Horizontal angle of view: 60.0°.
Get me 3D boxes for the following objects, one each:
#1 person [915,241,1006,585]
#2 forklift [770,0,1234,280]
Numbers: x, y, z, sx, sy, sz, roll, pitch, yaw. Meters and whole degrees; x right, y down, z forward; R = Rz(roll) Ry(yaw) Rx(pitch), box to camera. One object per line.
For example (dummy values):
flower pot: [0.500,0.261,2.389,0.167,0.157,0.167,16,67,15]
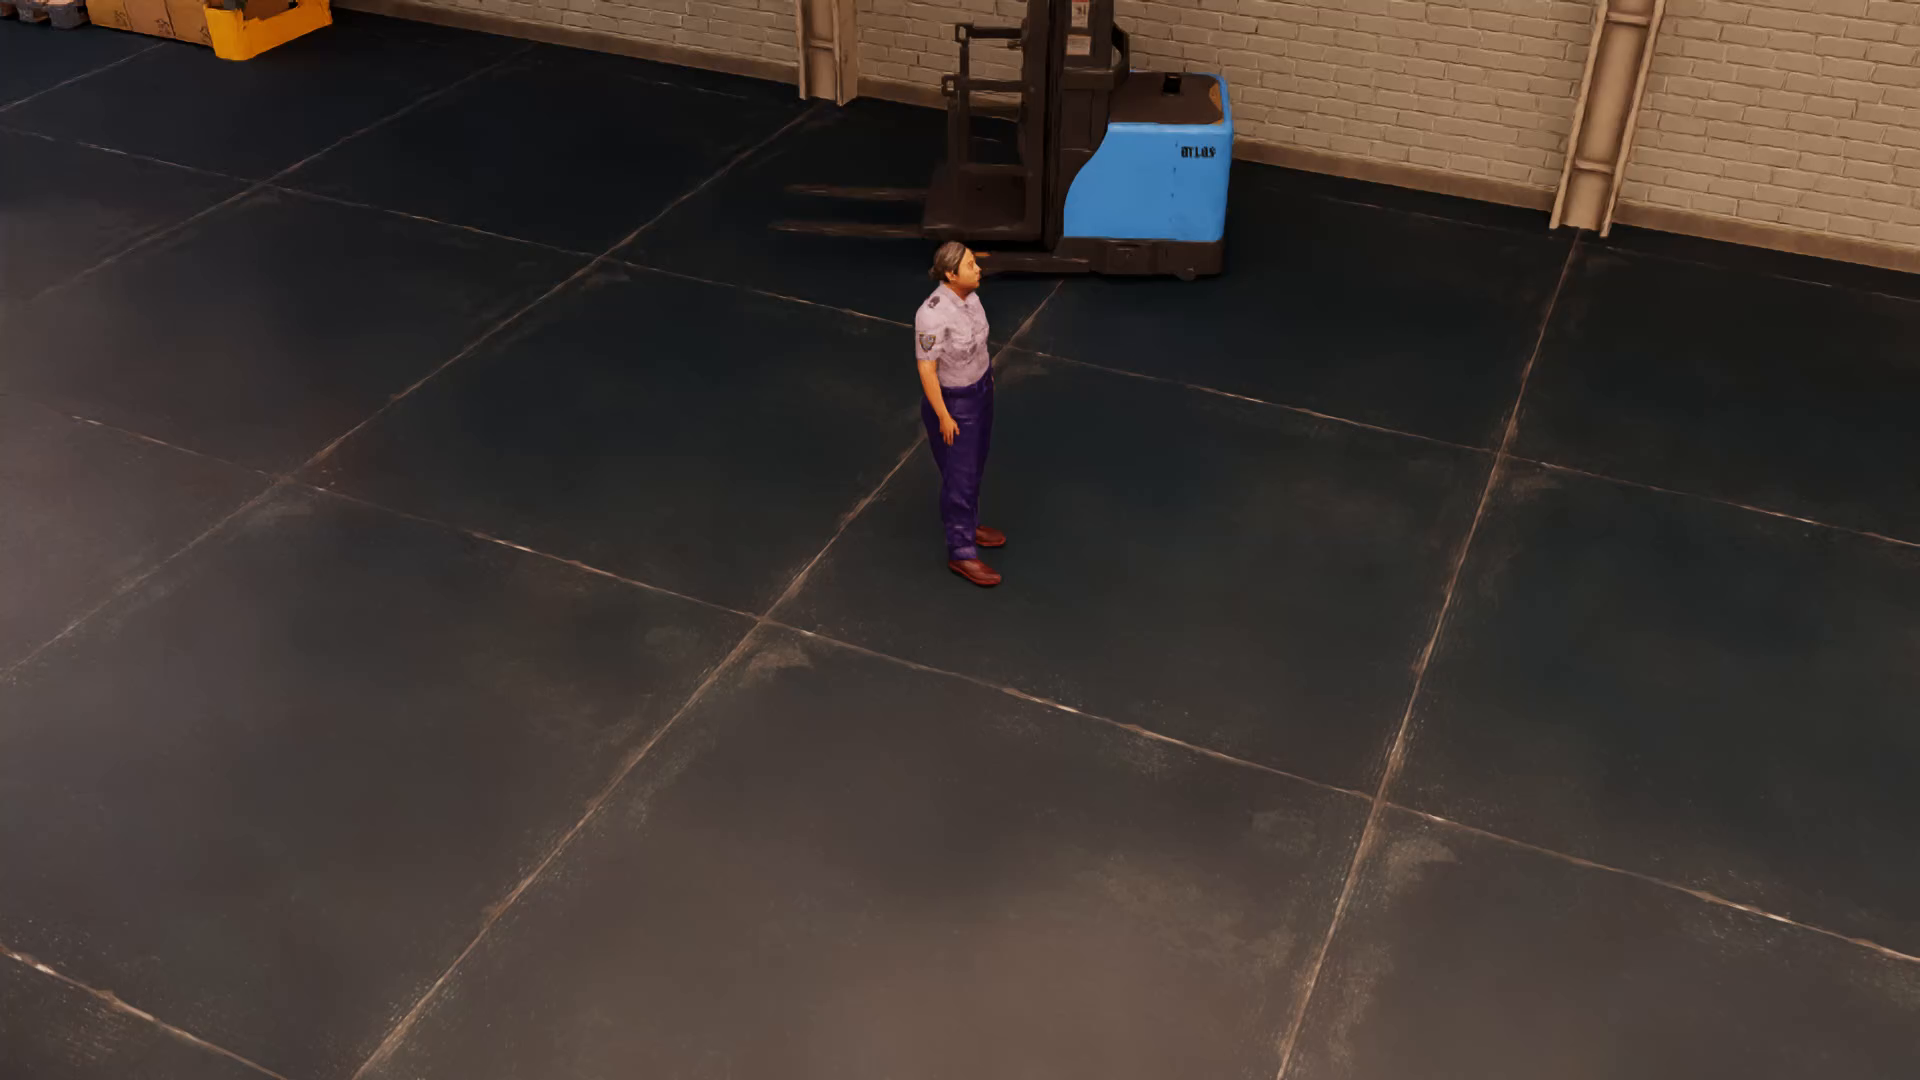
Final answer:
person: [0.072,-0.643,8.081,0.502,1.650,0.599,15,38,20]
forklift: [0.258,-3.242,10.632,3.031,2.935,1.130,3,36,4]
